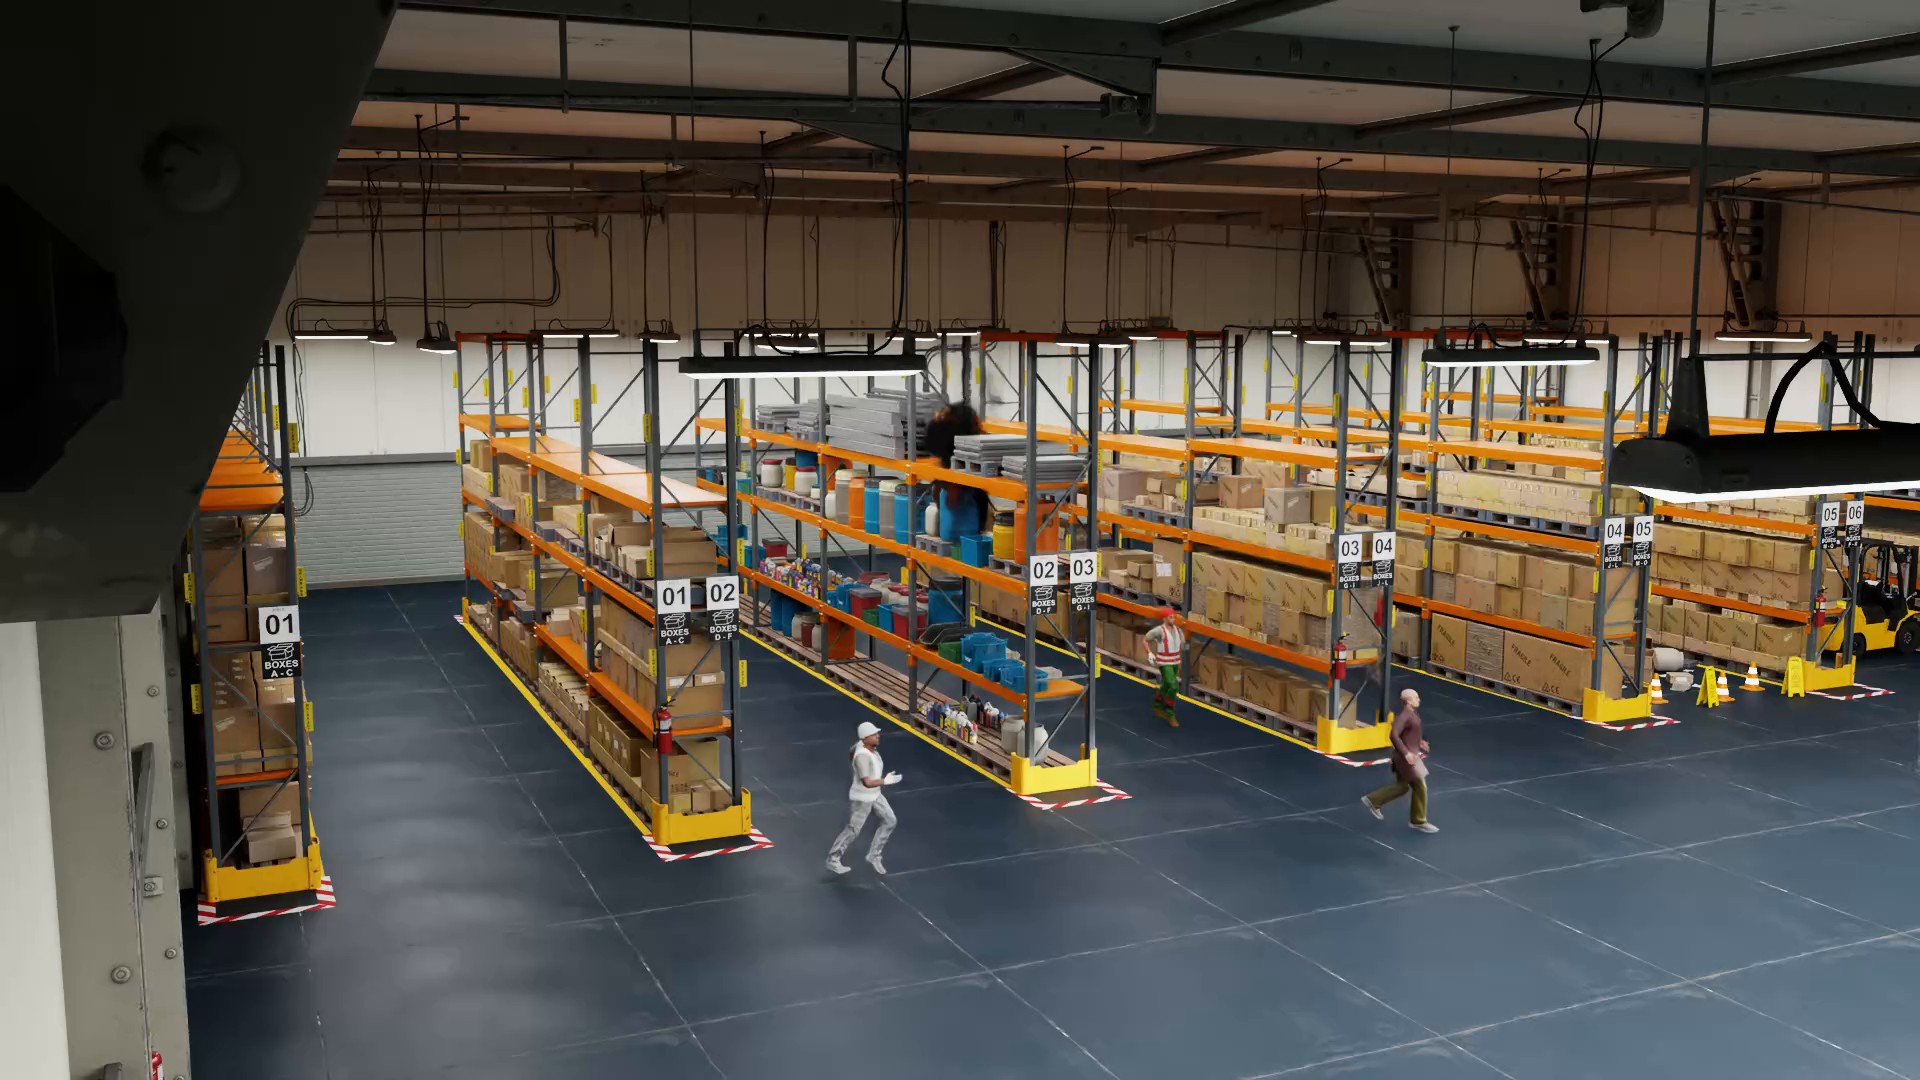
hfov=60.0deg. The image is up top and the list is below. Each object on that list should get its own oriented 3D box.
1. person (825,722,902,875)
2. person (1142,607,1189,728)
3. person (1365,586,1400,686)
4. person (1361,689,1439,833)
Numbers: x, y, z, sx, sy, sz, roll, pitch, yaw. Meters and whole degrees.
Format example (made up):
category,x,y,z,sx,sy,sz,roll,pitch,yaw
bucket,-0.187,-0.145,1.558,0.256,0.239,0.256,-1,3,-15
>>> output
category,x,y,z,sx,sy,sz,roll,pitch,yaw
person,-1.067,2.926,18.800,0.894,1.800,0.696,1,8,11
person,3.225,1.963,25.853,0.646,1.846,0.793,-7,10,-41
person,7.258,1.643,28.602,0.631,1.798,0.754,-5,9,-35
person,5.456,2.710,20.538,0.947,1.782,0.722,1,8,11
